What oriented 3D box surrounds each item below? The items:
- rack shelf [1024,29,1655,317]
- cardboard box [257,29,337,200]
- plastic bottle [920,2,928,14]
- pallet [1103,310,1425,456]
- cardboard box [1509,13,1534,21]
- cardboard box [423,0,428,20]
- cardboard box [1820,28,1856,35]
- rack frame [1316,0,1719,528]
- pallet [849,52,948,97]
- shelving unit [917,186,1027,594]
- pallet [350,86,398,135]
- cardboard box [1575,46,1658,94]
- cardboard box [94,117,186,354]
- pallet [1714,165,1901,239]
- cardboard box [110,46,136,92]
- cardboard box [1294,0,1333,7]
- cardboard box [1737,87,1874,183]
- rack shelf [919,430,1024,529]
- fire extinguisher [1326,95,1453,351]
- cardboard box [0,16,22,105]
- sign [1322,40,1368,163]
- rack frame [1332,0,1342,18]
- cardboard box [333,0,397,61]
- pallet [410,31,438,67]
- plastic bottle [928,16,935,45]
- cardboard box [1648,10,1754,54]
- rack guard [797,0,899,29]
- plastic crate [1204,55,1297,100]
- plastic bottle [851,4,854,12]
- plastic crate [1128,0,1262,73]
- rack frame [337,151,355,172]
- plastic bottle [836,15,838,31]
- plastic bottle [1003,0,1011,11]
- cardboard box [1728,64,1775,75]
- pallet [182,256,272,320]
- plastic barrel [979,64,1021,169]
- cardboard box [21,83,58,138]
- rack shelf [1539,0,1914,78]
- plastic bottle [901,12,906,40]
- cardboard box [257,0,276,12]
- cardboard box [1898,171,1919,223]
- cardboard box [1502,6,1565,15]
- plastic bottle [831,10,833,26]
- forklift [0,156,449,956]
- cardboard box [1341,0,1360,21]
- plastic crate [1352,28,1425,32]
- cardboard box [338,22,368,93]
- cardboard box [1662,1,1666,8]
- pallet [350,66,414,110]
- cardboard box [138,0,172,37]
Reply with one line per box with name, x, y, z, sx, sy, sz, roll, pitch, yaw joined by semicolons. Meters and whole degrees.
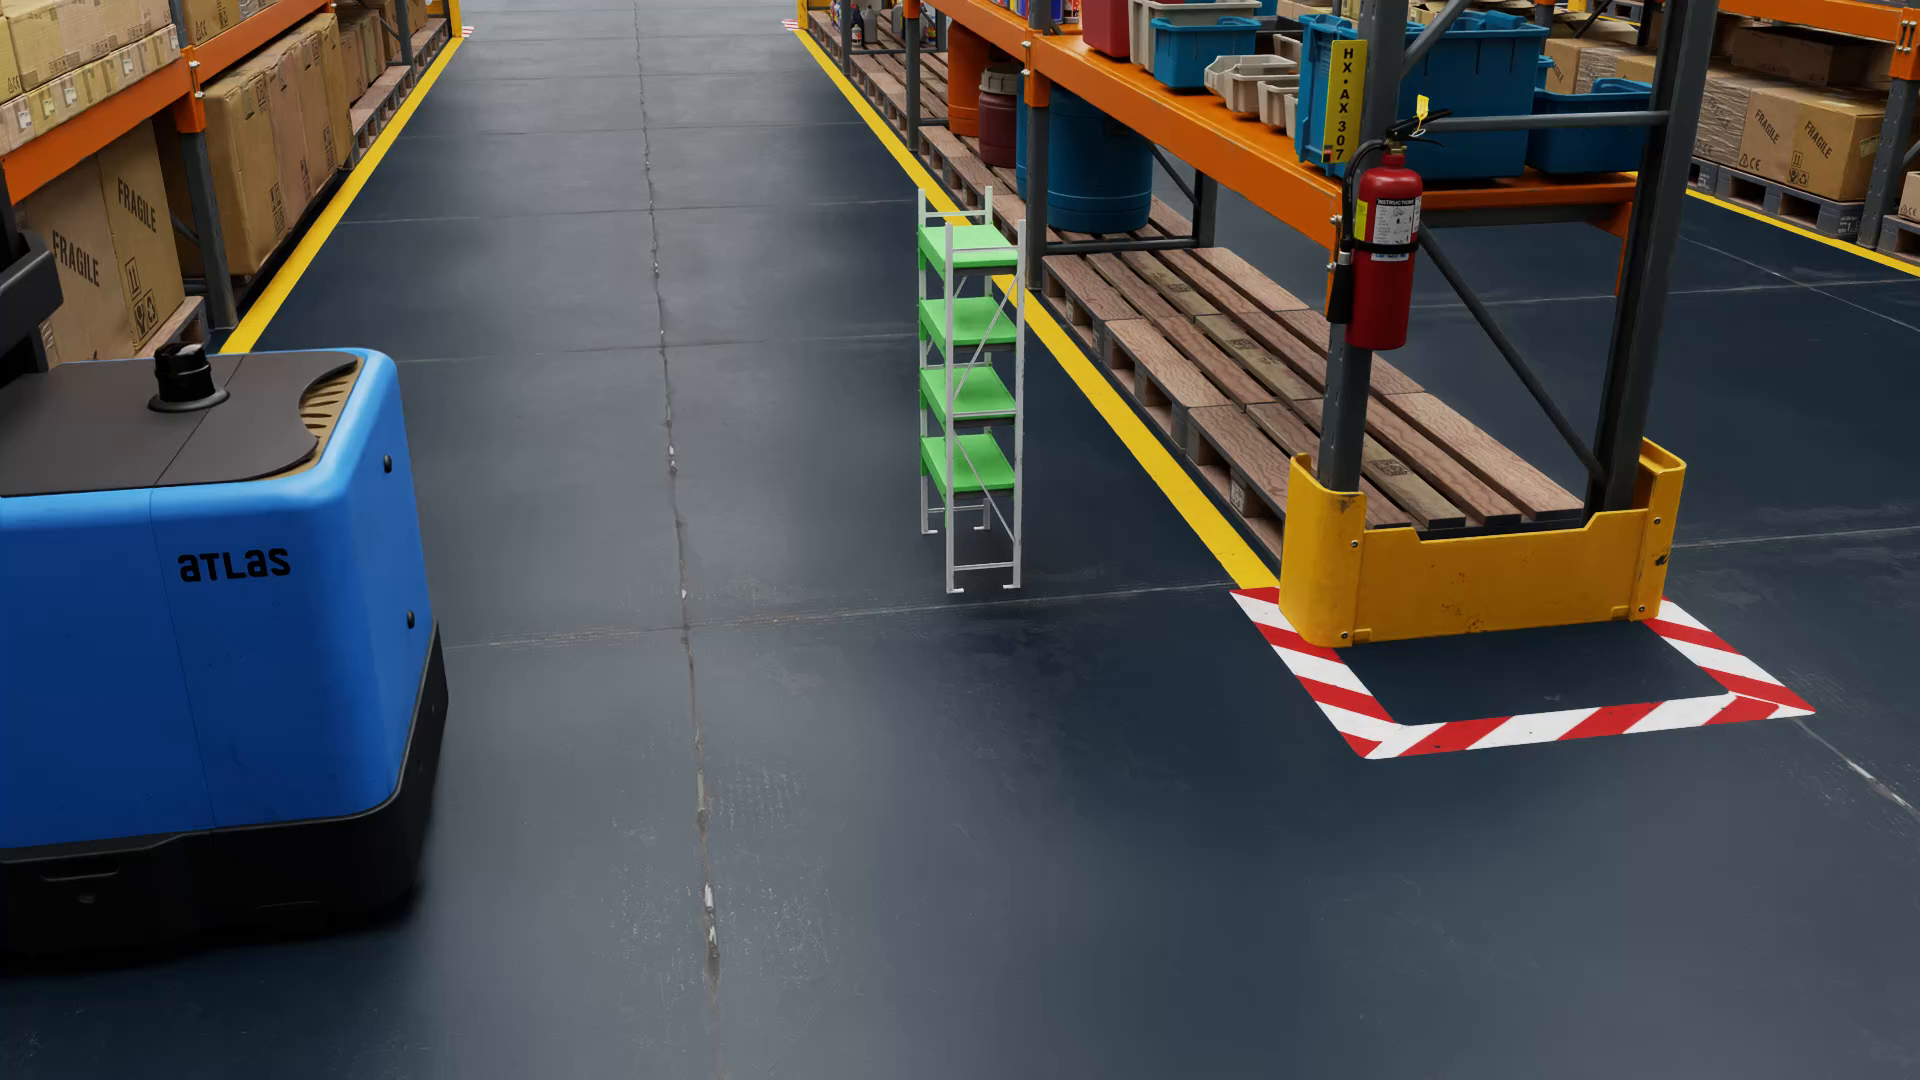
rack shelf;1.215;-1.621;6.612;1.077;0.370;4.000;-4;24;-10
cardboard box;-4.498;-2.538;9.944;1.225;0.875;0.875;-4;24;-10
plastic bottle;-0.376;-5.220;16.713;0.144;0.351;0.185;-4;24;-8
pallet;1.248;-0.692;7.071;1.003;0.211;1.213;-4;24;-10
cardboard box;4.532;-4.257;13.959;0.500;0.311;0.500;-5;24;-11
cardboard box;-6.143;-5.891;18.088;0.500;0.500;0.500;0;24;0
cardboard box;9.254;-5.385;16.905;0.700;0.500;0.500;-3;24;-8
rack frame;1.585;-1.164;4.667;1.000;3.000;0.127;-4;24;-10
pallet;-0.451;-4.300;15.332;1.003;0.211;1.213;-4;24;-10
shelving unit;0.031;-0.485;5.361;0.258;1.200;0.503;-4;24;-10
pallet;-5.128;-3.452;13.391;1.003;0.211;1.213;-4;24;-10
cardboard box;4.879;-3.326;12.191;0.500;0.500;0.500;-5;24;-12
cardboard box;-3.979;-1.324;7.163;0.875;0.875;0.875;-4;24;-10
pallet;5.526;-2.141;10.390;1.003;0.211;1.213;-4;24;-10
cardboard box;-3.502;-1.856;6.566;0.380;0.149;0.250;-4;24;-9
cardboard box;3.853;-5.889;17.459;0.500;0.500;0.500;-4;24;-10
cardboard box;5.257;-2.526;10.360;0.500;0.500;0.500;-4;24;-10
rack shelf;0.031;-0.206;5.482;0.258;0.148;0.480;-4;24;-10
fire extinguisher;1.166;-0.864;4.544;0.296;0.674;0.183;-4;24;-10
cardboard box;-3.298;-1.475;5.196;0.500;0.250;0.500;-5;24;-12
sign;1.047;-1.191;4.526;0.100;0.325;0.005;-4;24;-10
rack frame;4.234;-6.249;16.310;1.000;3.000;0.127;-4;24;-10
cardboard box;-5.537;-4.724;15.418;0.500;0.500;0.500;-5;24;-11
pallet;-5.890;-4.982;16.893;1.003;0.211;1.213;-4;24;-10
plastic bottle;-0.263;-4.993;16.293;0.097;0.271;0.097;0;24;0
cardboard box;5.392;-3.703;12.117;0.500;0.250;0.500;-3;24;-8
rack guard;-1.314;-6.285;19.516;1.175;0.500;0.348;-4;24;-10
plastic crate;1.068;-1.716;6.185;0.298;0.136;0.250;-4;24;-10
plastic bottle;-1.072;-5.179;16.620;0.144;0.351;0.185;-6;24;-12
plastic crate;0.946;-2.096;6.875;0.437;0.282;0.530;-4;24;-10
rack frame;-4.762;-3.944;11.032;1.000;3.000;0.127;-4;24;-10
plastic bottle;-1.245;-5.427;17.375;0.097;0.201;0.097;0;24;0
plastic bottle;0.319;-3.125;9.218;0.144;0.351;0.185;-4;24;-10
cardboard box;5.576;-2.972;11.380;0.500;0.500;0.500;-5;24;-12
pallet;-4.239;-1.391;8.670;1.003;0.211;1.213;-4;24;-10
plastic barrel;0.421;-2.762;10.815;0.600;0.588;0.708;-4;24;-10
cardboard box;-3.310;-1.451;5.638;0.380;0.149;0.250;-5;24;-11
rack shelf;5.344;-3.559;11.050;1.077;0.370;4.000;-4;24;-10
plastic bottle;-0.518;-5.209;16.689;0.144;0.351;0.185;-4;24;-10
cardboard box;-4.149;-3.213;9.234;0.500;0.500;0.500;-4;24;-9
cardboard box;5.579;-1.891;9.141;0.500;0.311;0.500;-4;24;-10
cardboard box;4.968;-4.499;14.515;0.500;0.311;0.500;-5;24;-11
plastic bottle;-1.326;-5.599;17.770;0.097;0.201;0.097;0;24;0
forklift;-2.811;-0.557;3.363;3.031;2.935;1.130;-4;24;-10
cardboard box;4.066;-5.257;16.250;0.500;0.311;0.500;-4;24;-10
plastic crate;1.619;-1.754;6.152;0.416;0.233;0.300;-4;24;-10
cardboard box;-5.236;-3.921;13.554;0.700;0.500;0.500;-6;24;-14
cardboard box;8.594;-6.451;19.347;0.700;0.500;0.500;-6;24;-13
pallet;-5.357;-3.933;14.492;1.003;0.211;1.213;-4;24;-10
cardboard box;-3.683;-2.284;7.047;0.500;0.250;0.500;-5;24;-11
